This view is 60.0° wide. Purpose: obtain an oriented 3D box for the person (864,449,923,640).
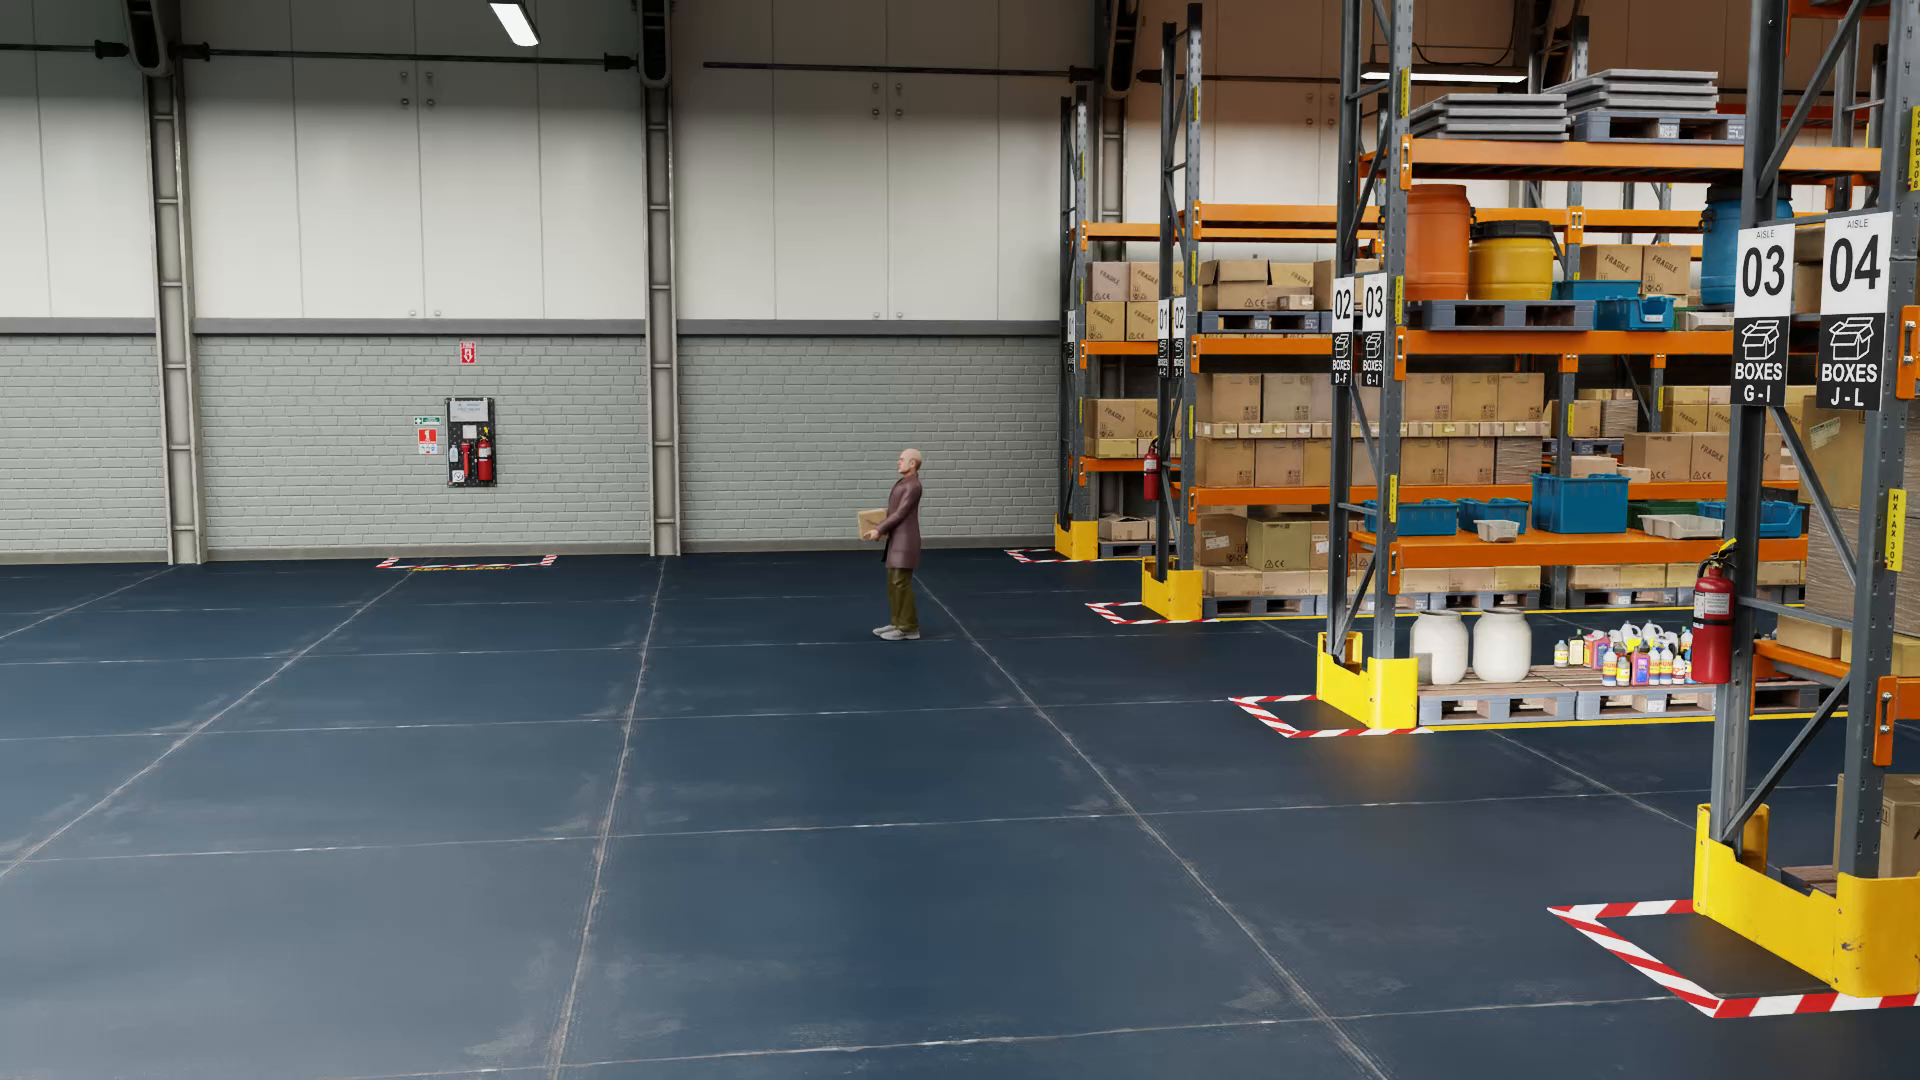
[{"bbox_3d":[-0.626,0.036,15.483,0.563,1.770,0.528,-1,6,-8],"label":"person"}]
